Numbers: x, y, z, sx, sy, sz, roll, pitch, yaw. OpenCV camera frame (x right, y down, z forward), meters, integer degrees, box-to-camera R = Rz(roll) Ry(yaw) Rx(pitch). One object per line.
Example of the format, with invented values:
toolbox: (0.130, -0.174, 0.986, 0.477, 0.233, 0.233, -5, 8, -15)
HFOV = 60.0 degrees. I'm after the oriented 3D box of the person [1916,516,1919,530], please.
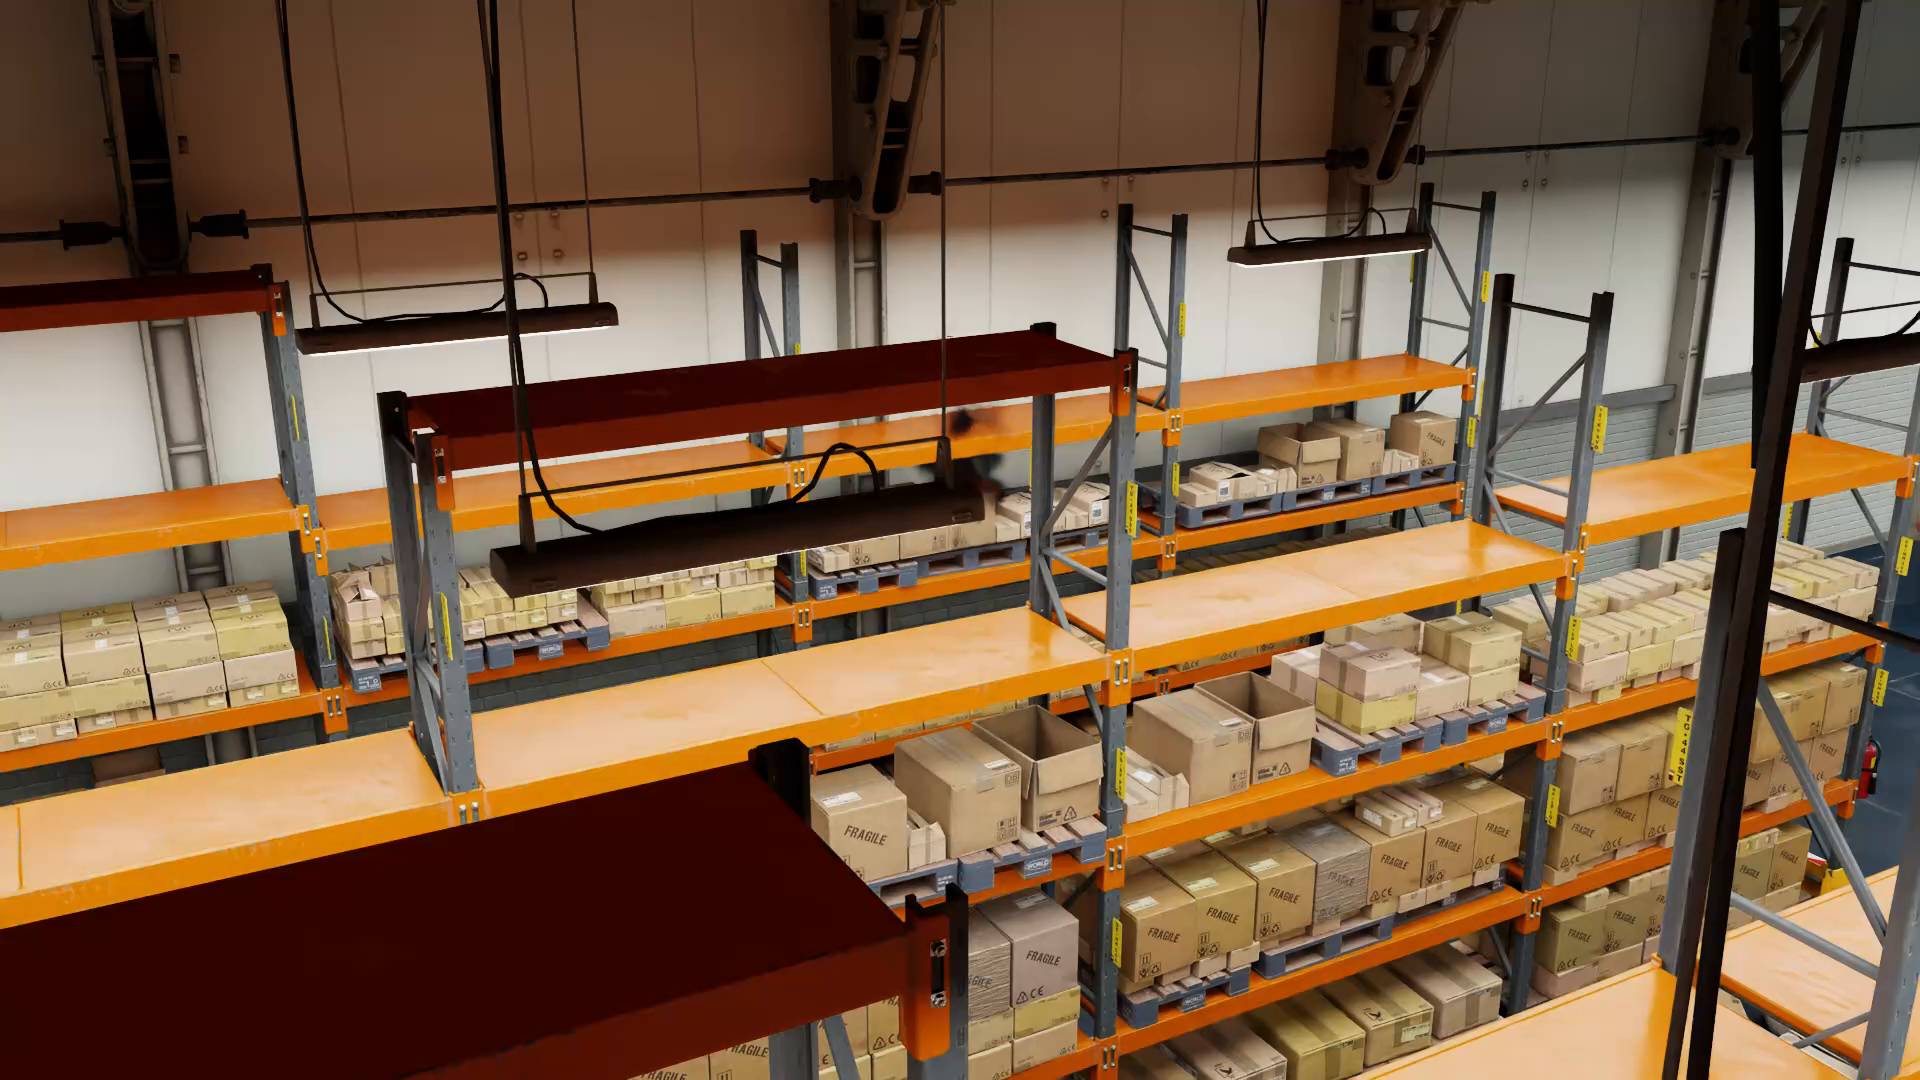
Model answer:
person: (13.278, 0.080, 22.510, 0.654, 1.736, 0.622, 16, 24, 40)
